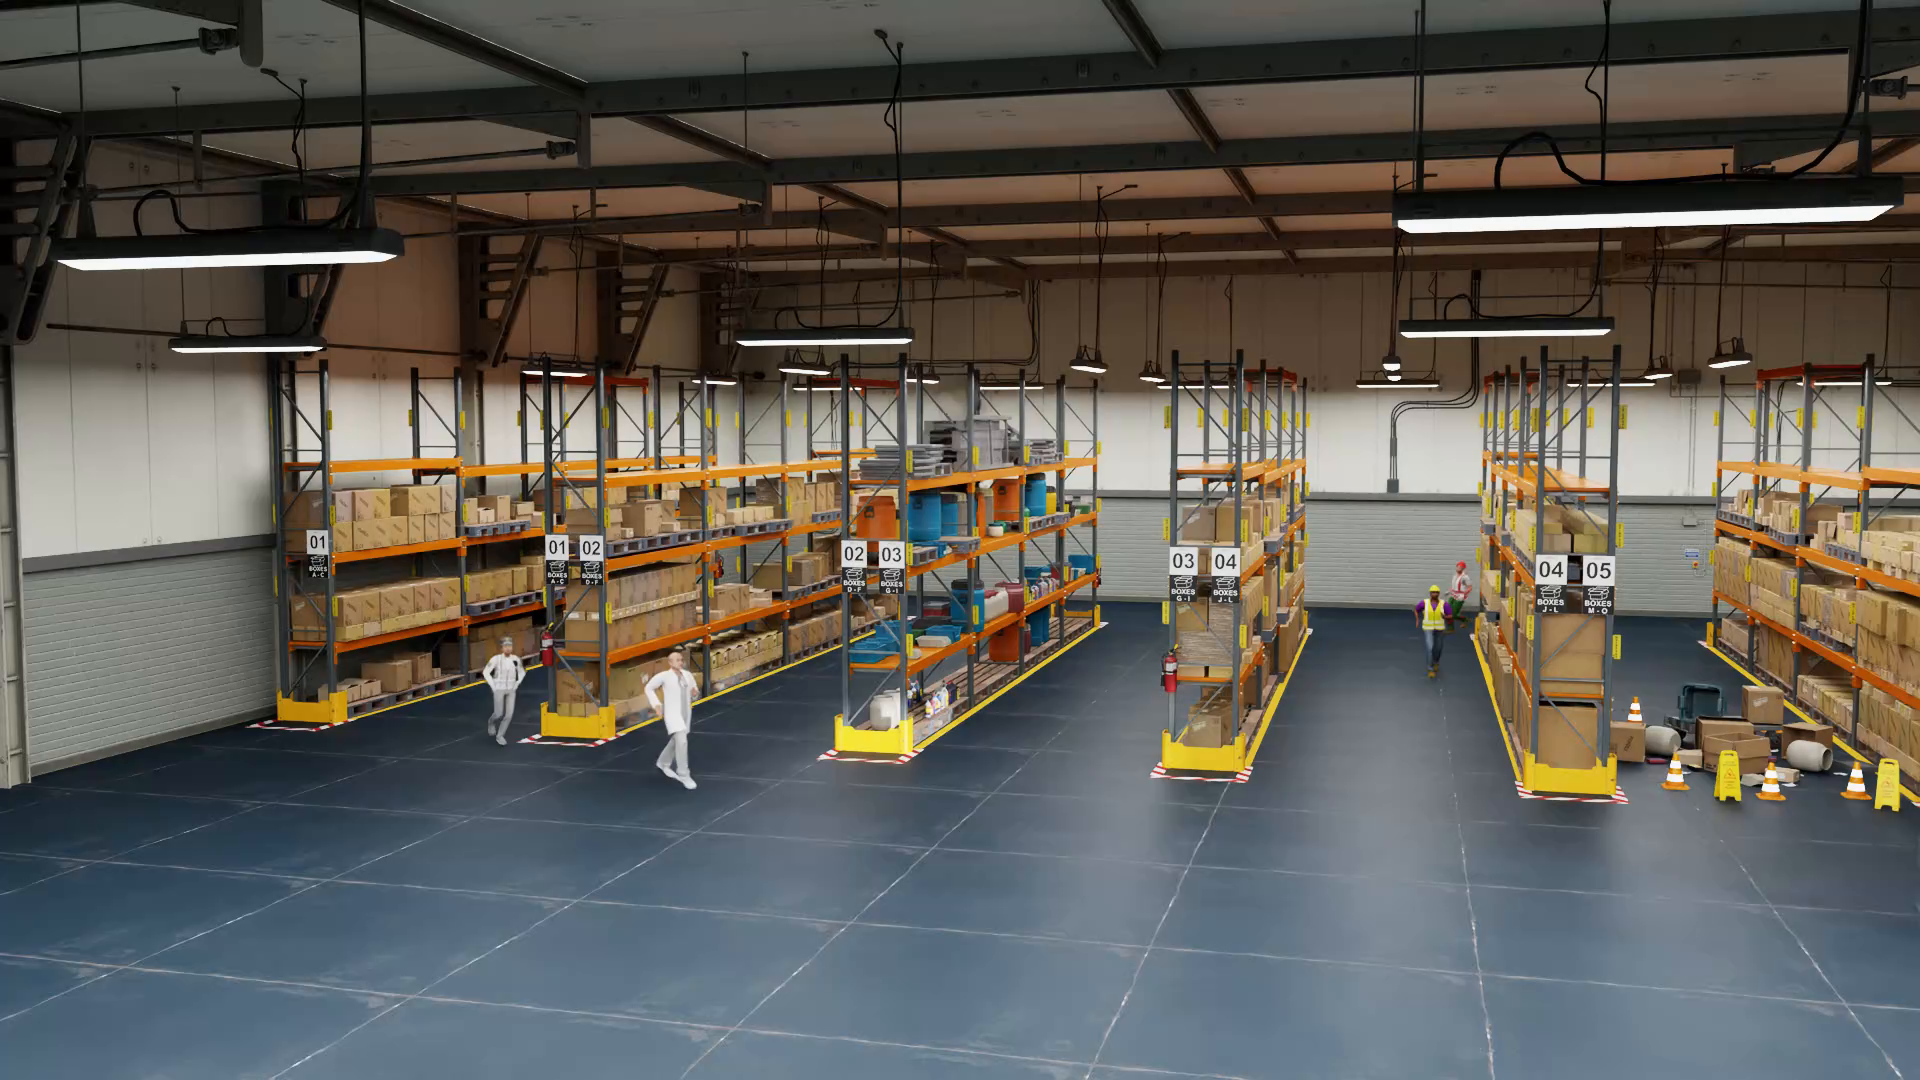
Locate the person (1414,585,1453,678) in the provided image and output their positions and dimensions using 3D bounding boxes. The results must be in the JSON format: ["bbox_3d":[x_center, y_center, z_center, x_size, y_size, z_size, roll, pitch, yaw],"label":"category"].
[{"bbox_3d":[9.251,1.758,32.457,0.700,1.754,0.989,1,4,8],"label":"person"}]

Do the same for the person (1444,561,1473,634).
[{"bbox_3d":[11.700,1.358,38.901,0.616,1.734,0.700,-2,4,-20],"label":"person"}]

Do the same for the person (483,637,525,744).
[{"bbox_3d":[-7.074,2.329,25.863,0.643,1.651,0.501,-2,5,-28],"label":"person"}]

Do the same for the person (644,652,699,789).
[{"bbox_3d":[-3.908,2.454,22.887,0.939,1.827,0.681,3,5,37],"label":"person"}]
